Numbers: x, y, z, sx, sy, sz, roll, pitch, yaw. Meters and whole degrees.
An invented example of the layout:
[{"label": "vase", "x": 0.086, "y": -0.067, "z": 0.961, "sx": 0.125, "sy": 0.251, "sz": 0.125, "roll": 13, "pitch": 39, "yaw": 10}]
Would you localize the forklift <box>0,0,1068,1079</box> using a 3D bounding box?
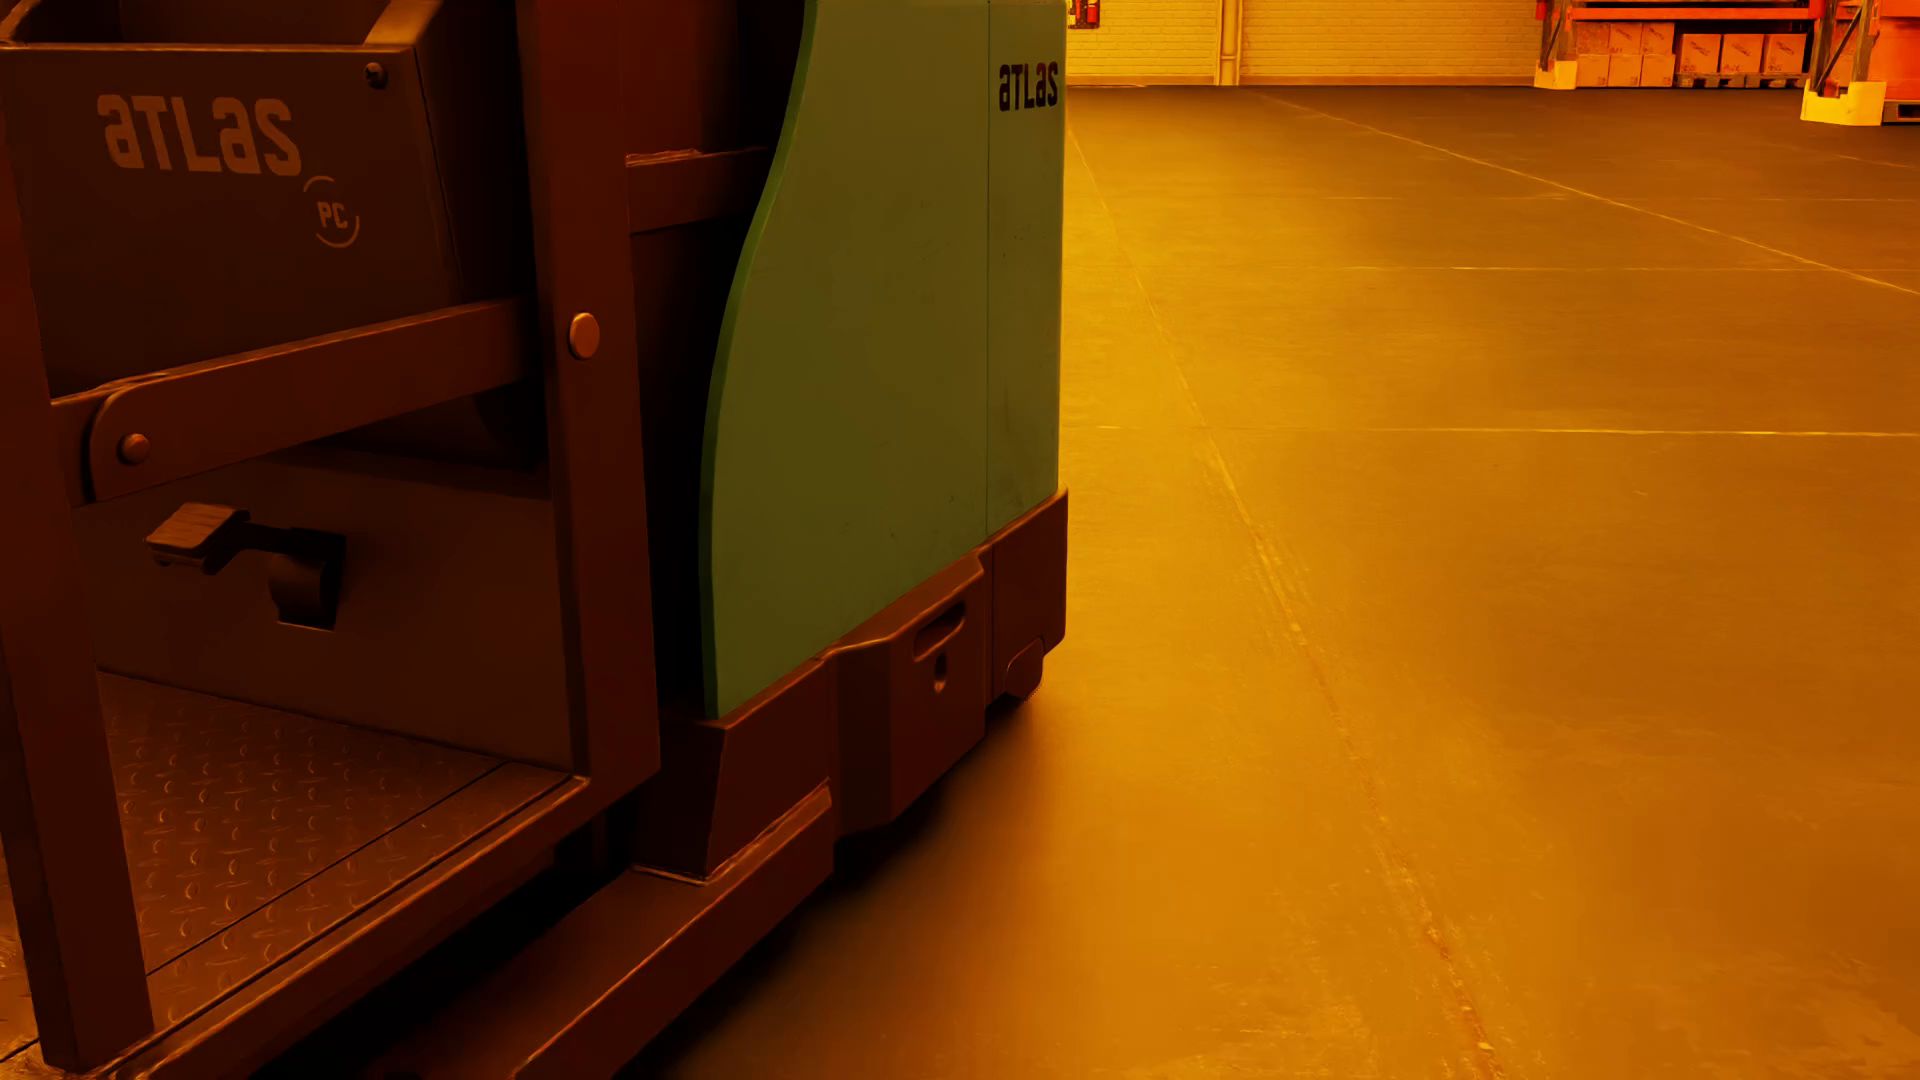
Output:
[{"label": "forklift", "x": -0.903, "y": -0.856, "z": 1.185, "sx": 1.130, "sy": 2.935, "sz": 3.031, "roll": 8, "pitch": 19, "yaw": 23}]
